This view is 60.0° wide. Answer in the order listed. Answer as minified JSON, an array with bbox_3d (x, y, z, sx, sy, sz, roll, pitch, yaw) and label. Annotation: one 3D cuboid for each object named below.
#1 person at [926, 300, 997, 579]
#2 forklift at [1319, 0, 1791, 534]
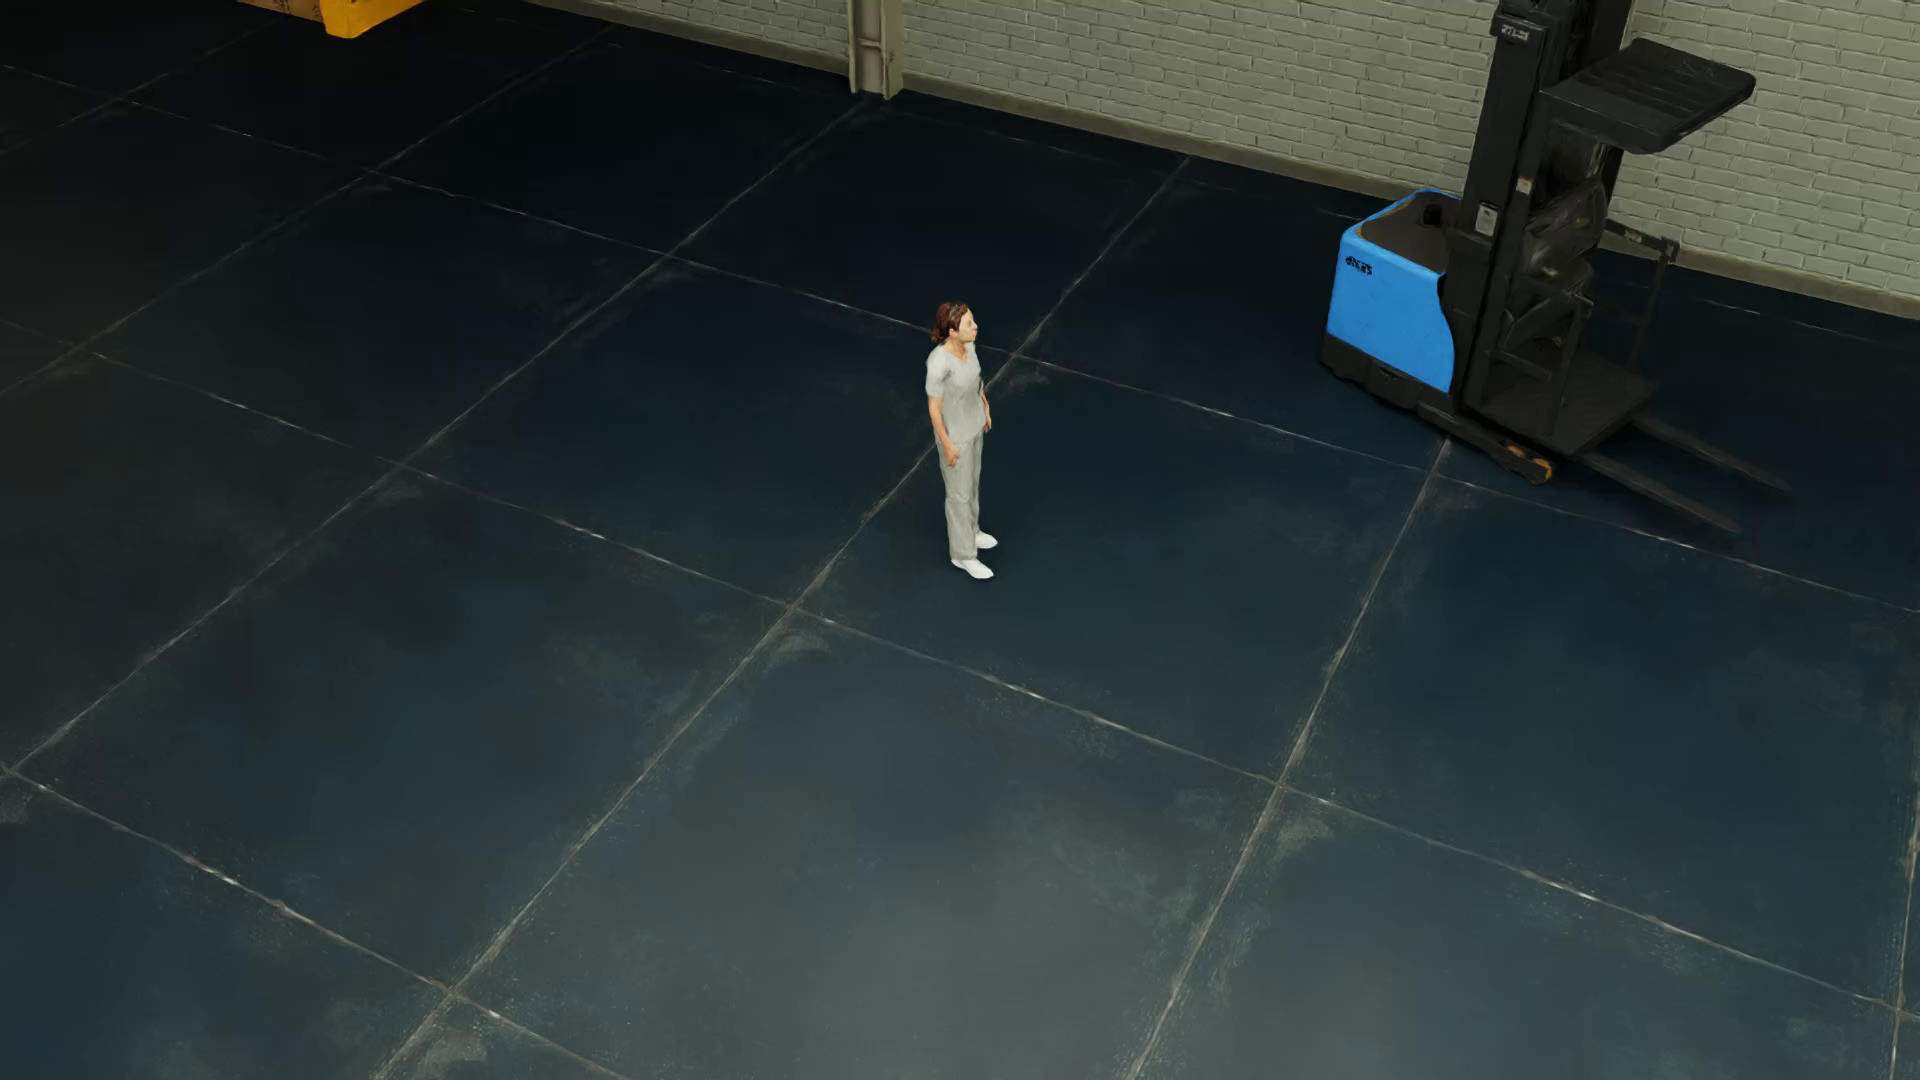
[{"bbox_3d":[0.059,-0.617,9.682,0.548,1.674,0.550,18,43,21],"label":"person"},{"bbox_3d":[3.884,-1.854,10.188,1.130,2.935,3.031,-31,49,-31],"label":"forklift"}]
